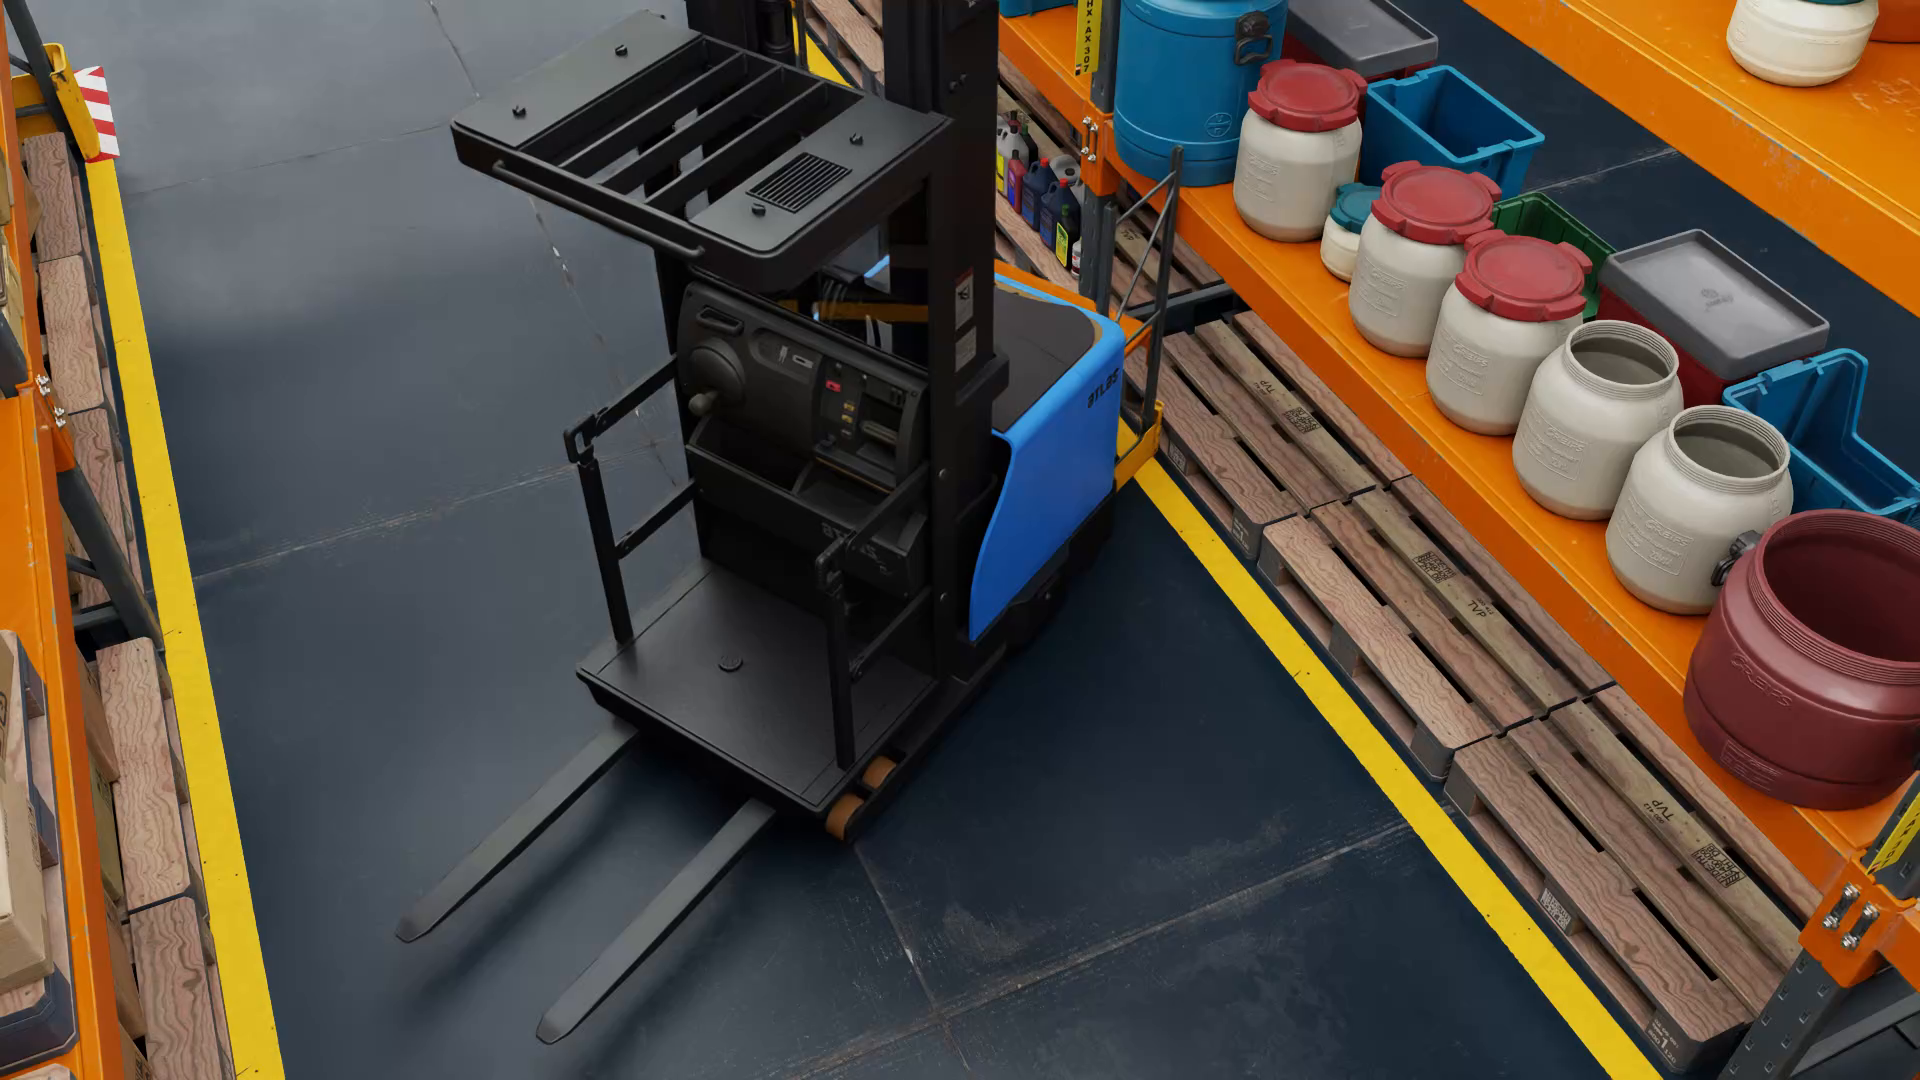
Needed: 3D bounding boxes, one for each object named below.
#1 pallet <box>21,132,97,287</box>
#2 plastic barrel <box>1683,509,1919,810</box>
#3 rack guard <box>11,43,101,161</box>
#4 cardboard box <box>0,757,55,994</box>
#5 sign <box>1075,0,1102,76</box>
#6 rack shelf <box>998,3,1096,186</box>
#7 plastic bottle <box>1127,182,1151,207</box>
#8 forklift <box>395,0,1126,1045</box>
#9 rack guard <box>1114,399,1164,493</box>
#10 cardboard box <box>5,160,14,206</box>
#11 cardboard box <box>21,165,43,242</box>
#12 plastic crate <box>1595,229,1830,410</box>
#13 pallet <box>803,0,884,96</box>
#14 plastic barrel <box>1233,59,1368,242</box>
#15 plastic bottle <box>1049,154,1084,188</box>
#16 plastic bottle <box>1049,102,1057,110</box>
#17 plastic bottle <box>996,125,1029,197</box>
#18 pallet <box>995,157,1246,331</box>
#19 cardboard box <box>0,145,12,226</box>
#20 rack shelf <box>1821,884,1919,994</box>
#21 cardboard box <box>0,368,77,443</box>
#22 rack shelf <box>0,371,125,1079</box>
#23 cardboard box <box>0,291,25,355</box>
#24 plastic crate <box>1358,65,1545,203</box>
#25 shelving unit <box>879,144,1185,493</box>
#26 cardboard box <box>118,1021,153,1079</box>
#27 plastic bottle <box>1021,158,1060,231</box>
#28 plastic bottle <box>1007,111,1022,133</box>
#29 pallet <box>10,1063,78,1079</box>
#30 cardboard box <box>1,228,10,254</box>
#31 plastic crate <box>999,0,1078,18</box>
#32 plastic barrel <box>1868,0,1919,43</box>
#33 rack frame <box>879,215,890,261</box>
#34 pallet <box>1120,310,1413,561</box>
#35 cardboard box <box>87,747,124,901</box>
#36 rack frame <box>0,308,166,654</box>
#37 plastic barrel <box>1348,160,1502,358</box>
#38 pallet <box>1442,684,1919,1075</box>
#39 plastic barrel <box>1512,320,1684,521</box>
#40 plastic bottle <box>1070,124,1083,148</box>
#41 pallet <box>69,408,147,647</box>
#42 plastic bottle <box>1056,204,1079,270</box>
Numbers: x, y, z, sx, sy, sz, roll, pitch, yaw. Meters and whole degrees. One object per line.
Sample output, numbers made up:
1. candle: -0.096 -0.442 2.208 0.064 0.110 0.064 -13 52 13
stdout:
1. pallet: -4.838 -1.513 8.133 1.003 0.211 1.213 -18 47 -17
2. plastic barrel: 2.208 0.298 4.215 0.600 0.536 0.708 -18 47 -17
3. rack guard: -5.147 -2.144 8.567 1.175 0.500 0.348 -18 47 -17
4. cardboard box: -2.312 0.784 3.628 0.500 0.250 0.500 -19 48 -19
5. sign: 0.493 -1.939 6.383 0.100 0.325 0.005 -18 47 -17
6. rack shelf: 0.155 -3.014 8.182 1.077 0.370 4.000 -18 47 -17
7. plastic bottle: 0.903 -1.804 8.015 0.144 0.351 0.185 -18 47 -17
8. forklift: -0.632 -0.398 5.067 1.130 2.935 3.031 26 50 24
9. rack guard: 0.655 -0.333 6.910 0.087 0.250 0.587 28 51 24
10. cardboard box: -3.720 -1.312 6.123 0.380 0.149 0.250 -18 47 -17
11. cardboard box: -4.650 -1.568 7.685 0.500 0.500 0.500 -7 45 -7
12. plastic crate: 2.276 -0.590 5.167 0.402 0.464 0.583 -18 47 -17
13. pallet: -0.274 -2.999 9.639 1.003 0.211 1.213 -18 47 -17
14. plastic barrel: 1.200 -1.370 5.906 0.433 0.535 0.433 0 45 0
15. plastic bottle: 0.507 -1.690 7.954 0.152 0.276 0.135 -18 47 -17
16. plastic bottle: 0.519 -2.359 8.684 0.097 0.201 0.097 0 45 0
17. plastic bottle: 0.248 -1.863 8.075 0.144 0.351 0.185 -18 47 -18
18. pallet: 0.752 -1.444 8.063 1.003 0.211 1.213 -18 47 -17
19. cardboard box: -3.809 -1.309 5.658 0.875 0.500 0.500 -18 47 -17
20. rack shelf: 3.519 2.084 3.015 1.077 0.370 4.000 -18 47 -17
21. cardboard box: -3.877 -0.422 6.523 0.500 0.500 0.500 -5 45 -5
22. rack shelf: -2.657 0.997 4.116 1.077 0.370 4.000 -18 47 -17
23. cardboard box: -3.315 -0.670 5.472 0.380 0.149 0.250 -18 47 -17
24. plastic crate: 1.742 -1.379 6.024 0.392 0.384 0.575 -18 47 -17
25. shelving unit: 0.255 -0.981 6.669 1.083 1.500 0.587 28 51 24
26. cardboard box: -2.605 1.619 4.440 0.700 0.500 0.500 -14 46 -14
27. plastic bottle: 0.383 -1.657 7.867 0.144 0.351 0.185 -20 48 -19
28. plastic bottle: 0.279 -1.976 8.237 0.061 0.283 0.133 -18 47 -17
29. pallet: -2.212 1.661 3.067 1.213 0.211 1.003 -18 47 -17
30. cardboard box: -3.539 -0.984 5.790 0.380 0.149 0.250 -18 47 -17
31. plastic crate: 0.285 -2.568 7.323 0.499 0.251 0.616 -18 47 -17
32. plastic barrel: 2.255 -1.672 3.867 0.600 0.830 0.708 -18 47 -17
33. rack frame: -0.163 -1.200 6.882 0.032 1.500 0.500 28 51 24
34. pallet: 1.362 -0.514 7.121 1.003 0.211 1.213 -18 47 -17
35. cardboard box: -3.075 0.907 5.162 0.700 0.500 0.500 -18 47 -18
36. rack frame: -3.497 -0.533 5.155 1.000 3.000 0.127 -18 47 -17
37. plastic barrel: 1.508 -0.902 5.432 0.433 0.535 0.433 0 45 0
38. pallet: 2.388 1.040 5.545 1.003 0.211 1.213 -18 47 -17
39. plastic barrel: 1.875 -0.348 4.887 0.421 0.512 0.421 0 45 0
40. plastic bottle: 0.652 -2.151 8.421 0.152 0.276 0.135 -18 47 -17
41. pallet: -3.812 0.042 6.557 1.003 0.211 1.213 -18 47 -17
42. plastic bottle: 0.495 -1.395 7.649 0.061 0.283 0.133 -16 47 -15
